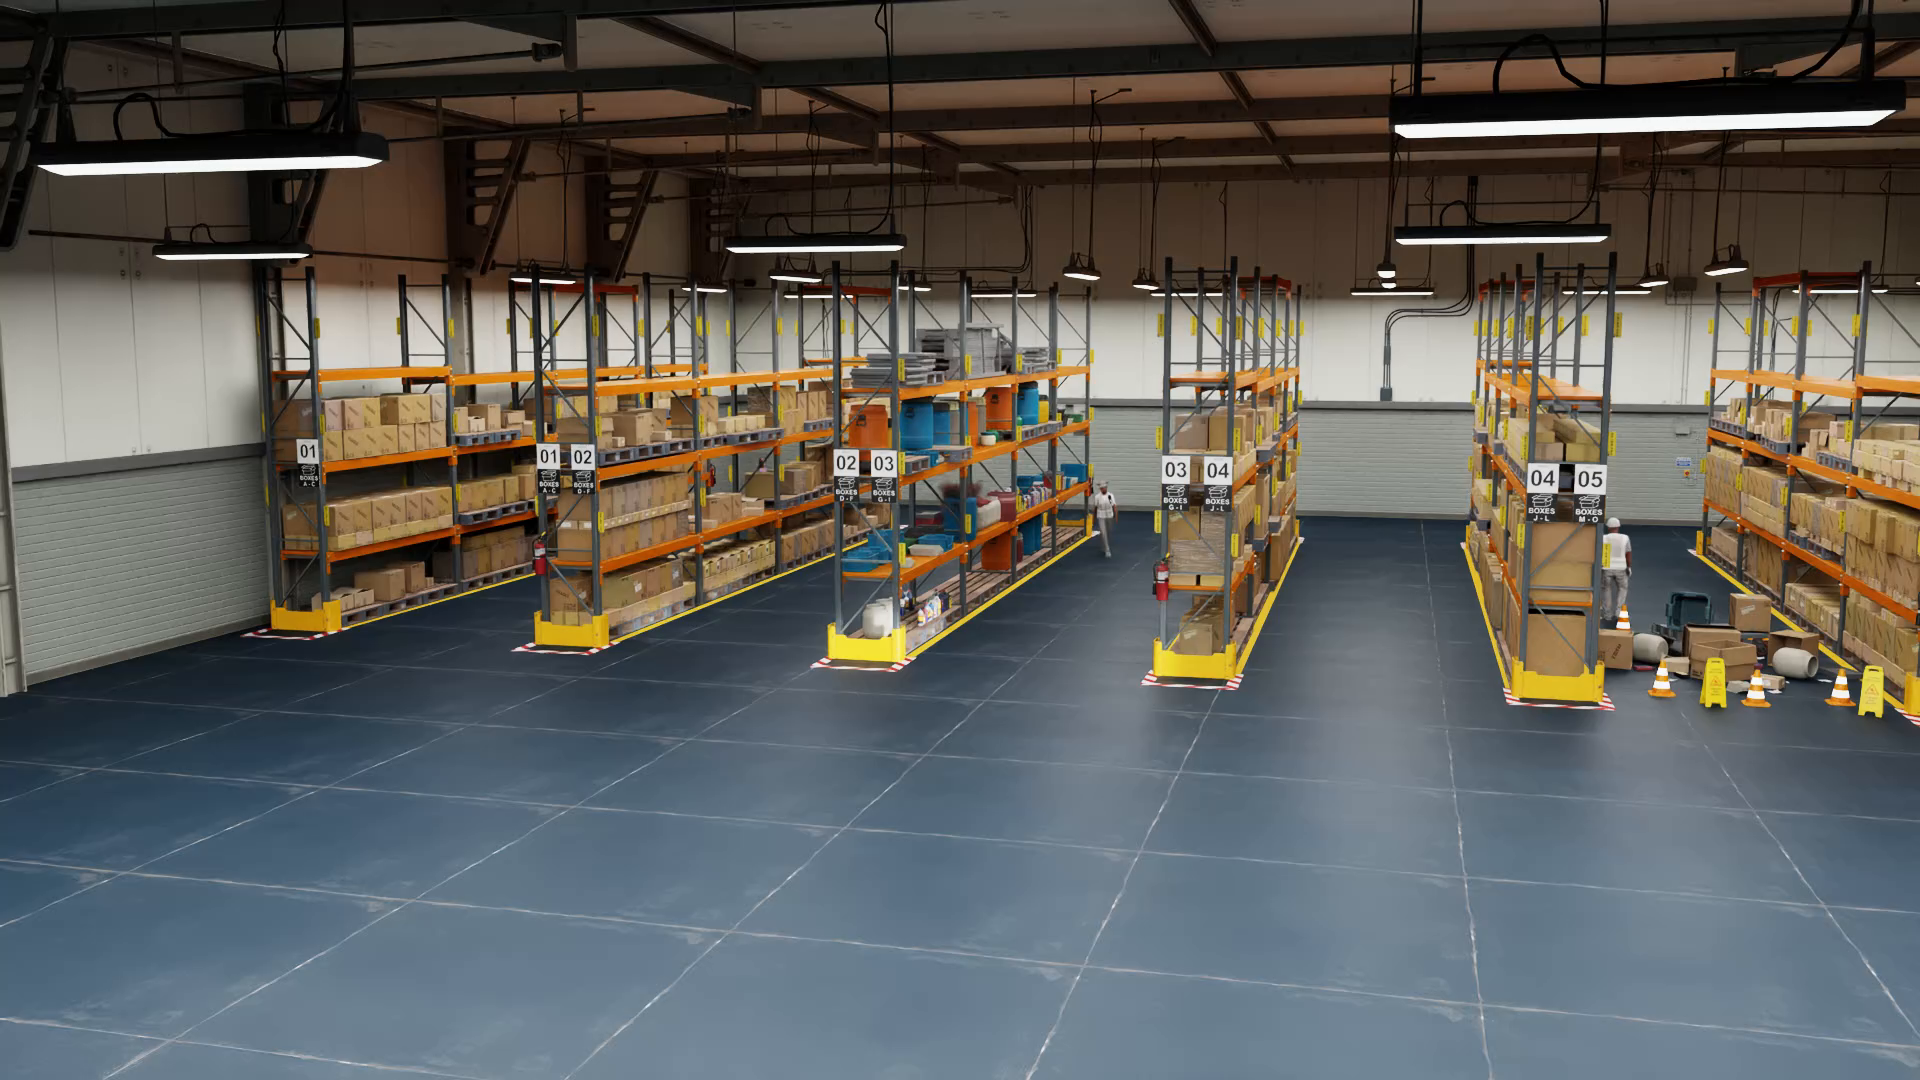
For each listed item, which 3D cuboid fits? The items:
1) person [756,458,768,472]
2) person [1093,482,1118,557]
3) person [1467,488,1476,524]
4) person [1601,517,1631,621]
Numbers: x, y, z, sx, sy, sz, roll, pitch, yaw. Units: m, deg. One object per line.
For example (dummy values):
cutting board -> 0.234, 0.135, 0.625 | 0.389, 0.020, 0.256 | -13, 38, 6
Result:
person -> -5.327, -1.408, 44.256 | 0.605, 1.577, 0.422 | 4, 9, 32
person -> 3.238, -0.489, 36.811 | 0.490, 1.625, 0.985 | -1, 7, -11
person -> 12.223, -0.783, 39.118 | 0.552, 1.633, 0.469 | 1, 7, 5
person -> 11.226, 0.507, 28.571 | 0.583, 1.783, 0.553 | 2, 7, 15
